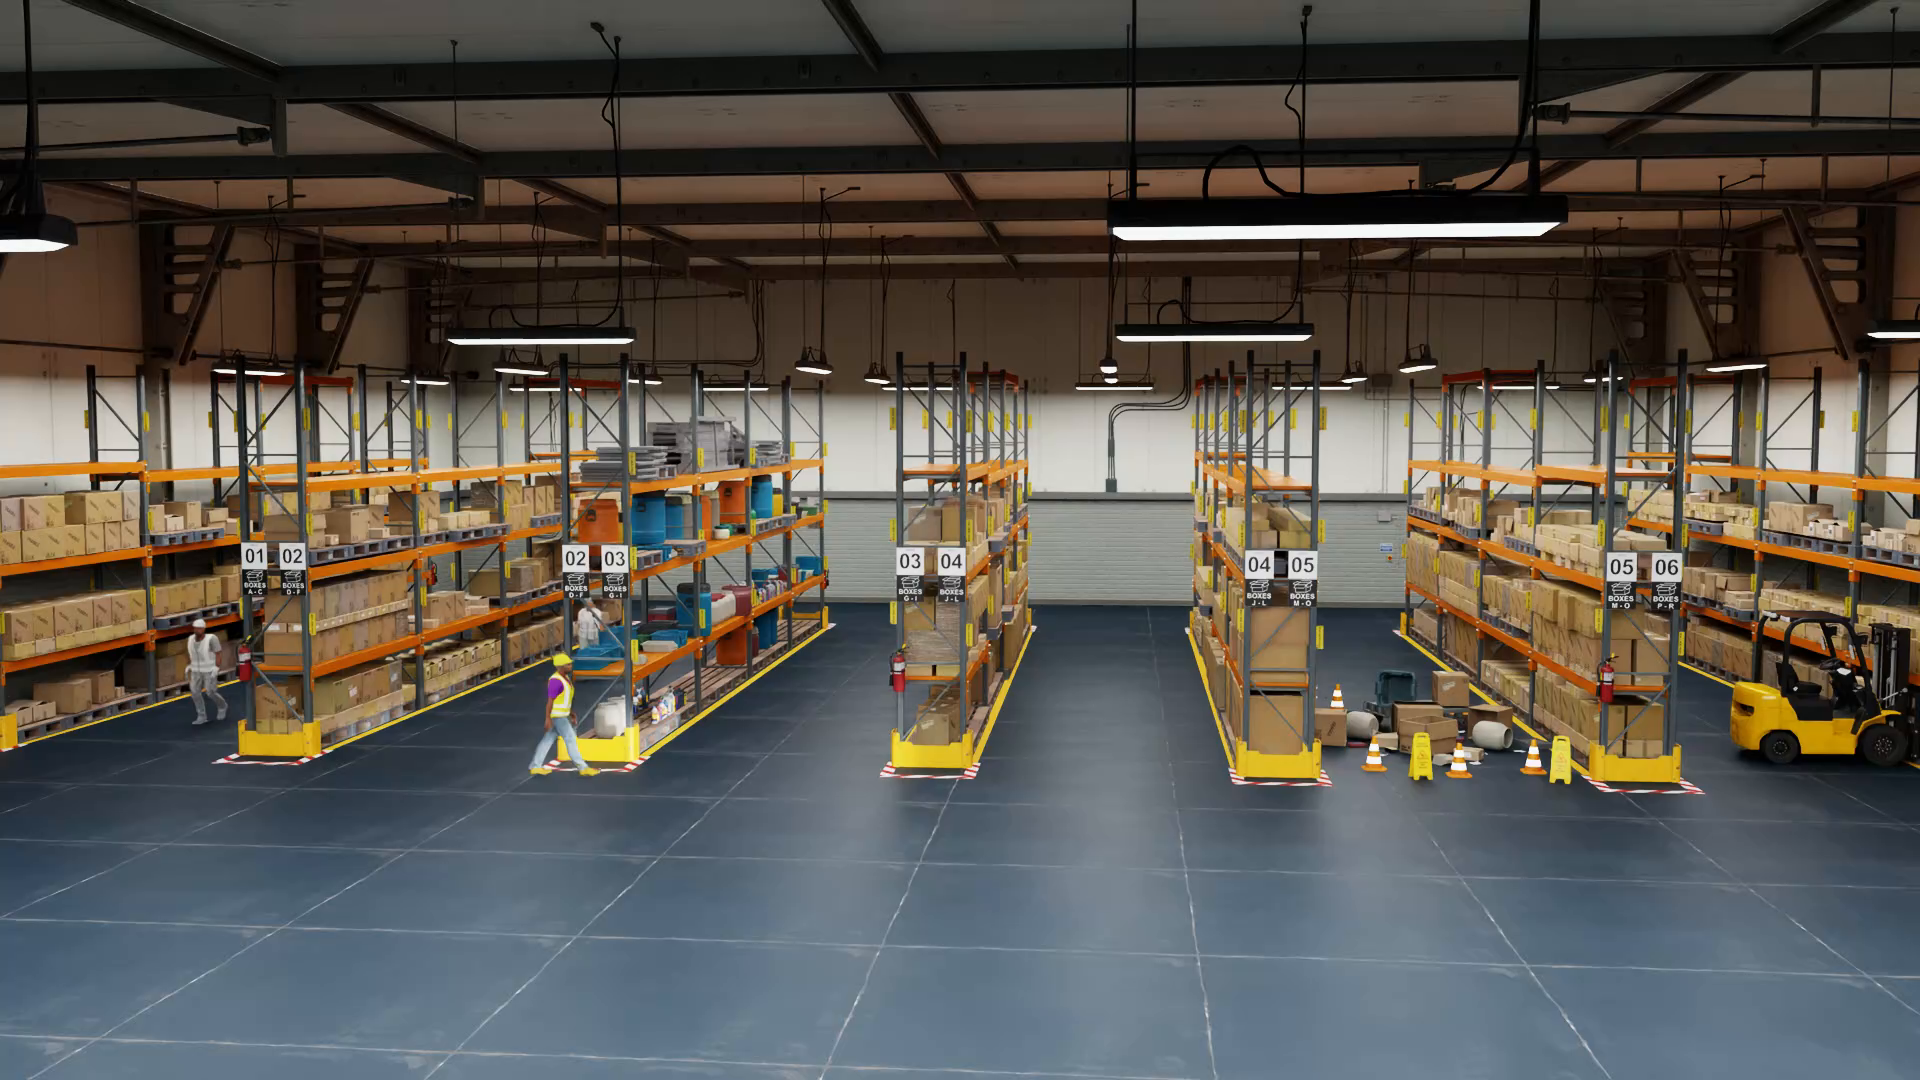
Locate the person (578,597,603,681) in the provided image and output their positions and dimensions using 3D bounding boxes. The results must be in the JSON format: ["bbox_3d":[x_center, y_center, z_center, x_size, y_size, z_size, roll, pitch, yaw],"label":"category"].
[{"bbox_3d":[-7.167,1.884,32.308,0.485,1.617,0.828,0,4,3],"label":"person"}]

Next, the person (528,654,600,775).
[{"bbox_3d":[-5.583,2.455,23.444,1.014,1.700,0.610,0,4,-7],"label":"person"}]

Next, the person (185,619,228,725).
[{"bbox_3d":[-12.579,2.171,27.709,0.663,1.757,0.665,0,4,4],"label":"person"}]
